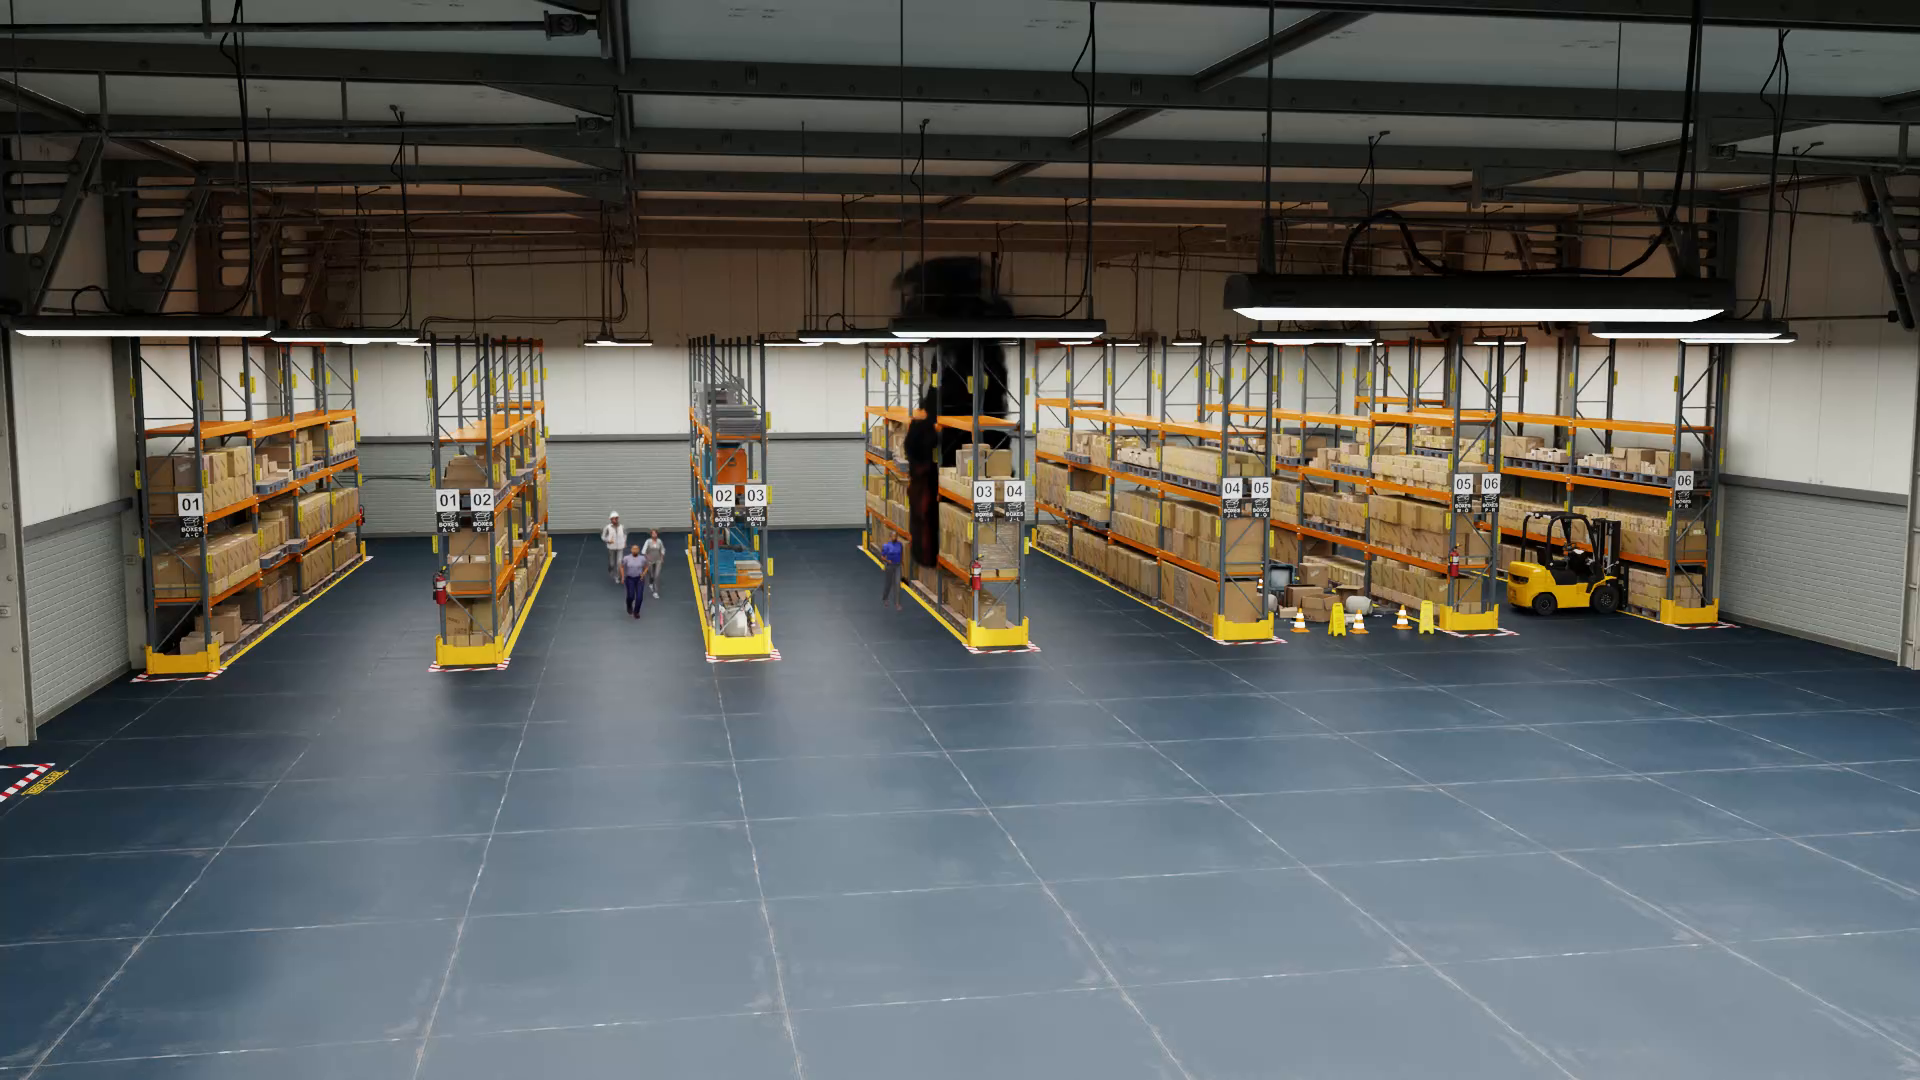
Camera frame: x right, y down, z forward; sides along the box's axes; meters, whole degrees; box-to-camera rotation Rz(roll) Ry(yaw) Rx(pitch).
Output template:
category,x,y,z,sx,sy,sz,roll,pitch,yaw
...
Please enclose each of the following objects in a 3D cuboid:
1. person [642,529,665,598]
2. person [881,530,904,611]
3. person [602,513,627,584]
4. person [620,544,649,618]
category,x,y,z,sx,sy,sz,roll,pitch,yaw
person,-7.109,0.536,38.619,0.546,1.575,0.718,-2,7,-17
person,-1.411,0.618,34.959,0.561,1.668,0.820,-3,7,-22
person,-8.457,0.189,40.788,0.660,1.738,0.727,-3,7,-24
person,-6.916,0.888,35.386,0.592,1.585,0.580,-2,7,-18
